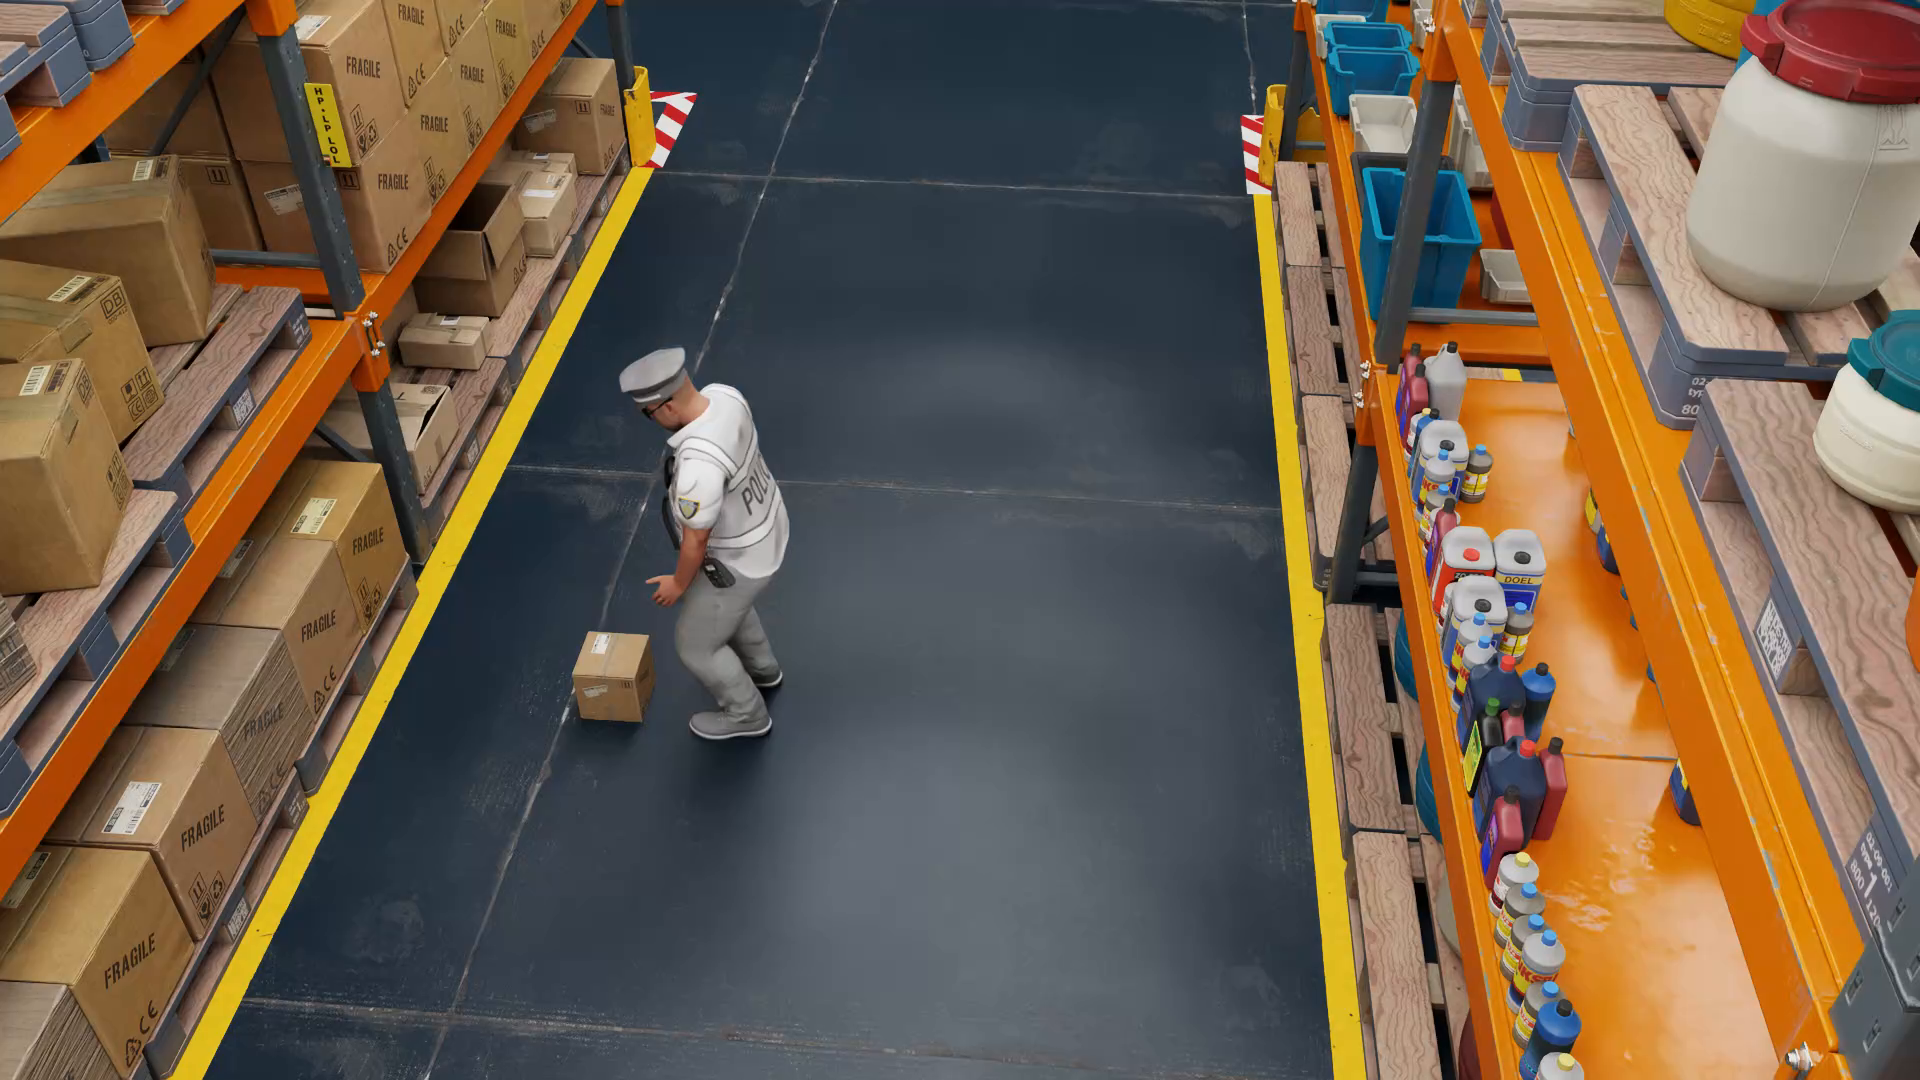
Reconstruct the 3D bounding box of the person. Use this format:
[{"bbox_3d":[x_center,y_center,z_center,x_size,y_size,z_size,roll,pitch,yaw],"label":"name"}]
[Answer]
[{"bbox_3d":[-0.903,0.041,6.160,0.517,1.691,0.561,4,40,5],"label":"person"}]
